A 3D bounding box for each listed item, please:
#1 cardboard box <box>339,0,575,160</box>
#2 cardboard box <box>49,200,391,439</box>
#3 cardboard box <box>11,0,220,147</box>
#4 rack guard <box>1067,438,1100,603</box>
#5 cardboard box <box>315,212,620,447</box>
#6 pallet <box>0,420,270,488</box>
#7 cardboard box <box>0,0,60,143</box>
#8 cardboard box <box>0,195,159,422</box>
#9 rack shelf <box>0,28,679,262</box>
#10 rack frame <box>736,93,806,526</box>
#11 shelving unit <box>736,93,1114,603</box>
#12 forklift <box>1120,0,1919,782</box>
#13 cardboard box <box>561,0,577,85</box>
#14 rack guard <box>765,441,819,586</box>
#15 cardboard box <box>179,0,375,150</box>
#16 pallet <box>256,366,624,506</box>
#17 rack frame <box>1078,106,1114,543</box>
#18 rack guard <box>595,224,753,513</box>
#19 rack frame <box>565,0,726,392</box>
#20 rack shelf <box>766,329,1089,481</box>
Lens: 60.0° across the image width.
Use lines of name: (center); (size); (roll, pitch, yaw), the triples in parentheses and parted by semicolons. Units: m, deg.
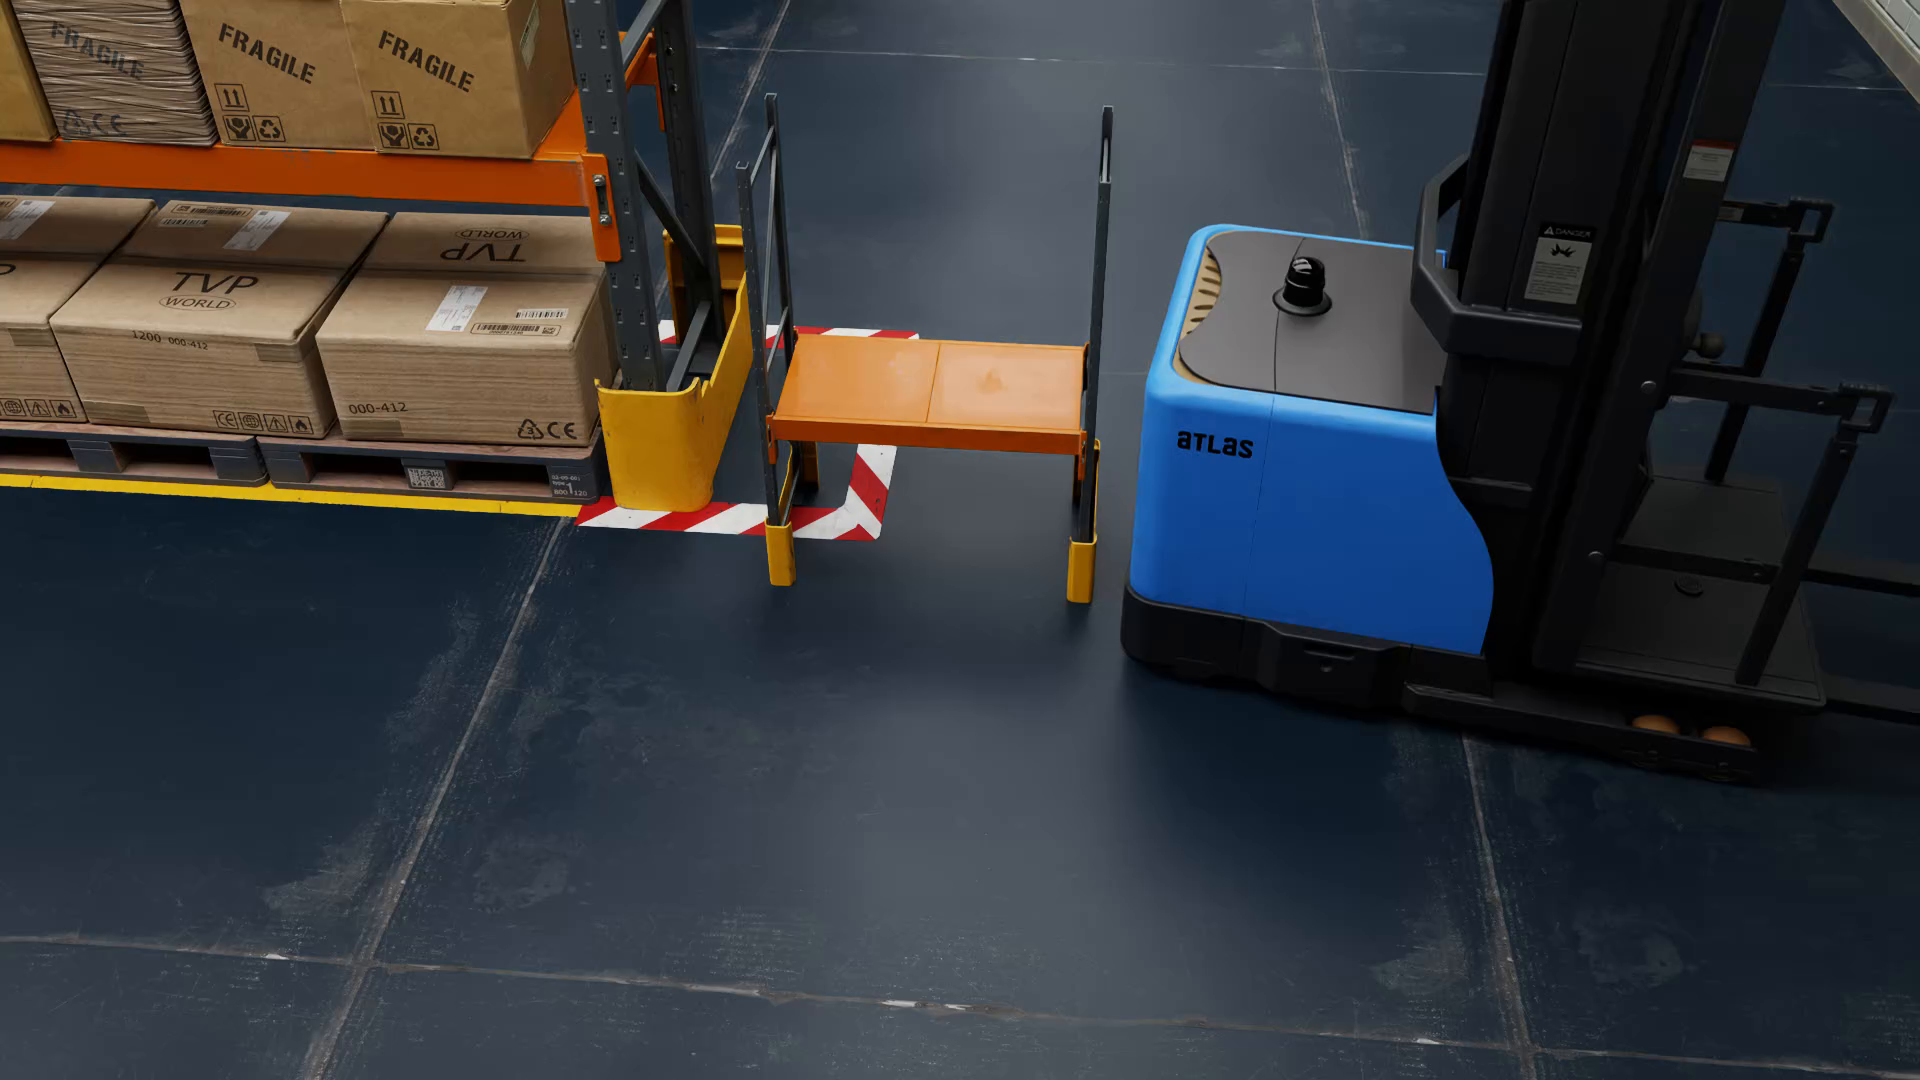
cardboard box: (-1.545, -1.534, 5.179); (0.500, 0.500, 0.500); (3, 39, 4)
cardboard box: (-2.620, -0.822, 6.081); (0.875, 0.438, 0.875); (4, 39, 5)
cardboard box: (-2.557, -1.592, 5.251); (0.500, 0.500, 0.500); (4, 39, 5)
rack guard: (0.420, -0.074, 5.643); (0.087, 0.250, 0.587); (3, 39, 4)
cardboard box: (-1.707, -0.777, 6.026); (0.875, 0.438, 0.875); (2, 39, 2)
pallet: (-3.057, -0.616, 6.340); (1.213, 0.211, 1.003); (3, 39, 4)
cardboard box: (-3.072, -1.612, 5.276); (0.500, 0.500, 0.500); (4, 39, 5)
cardboard box: (-3.518, -0.872, 6.142); (0.875, 0.438, 0.875); (2, 39, 3)
rack shelf: (-3.034, -1.465, 5.744); (4.000, 0.370, 1.077); (3, 39, 4)
rack frame: (-0.591, -0.614, 5.316); (0.032, 1.500, 0.500); (3, 39, 4)
shelving unit: (-0.076, -0.586, 5.282); (1.083, 1.500, 0.587); (3, 39, 4)
forklift: (2.080, -0.801, 4.412); (3.031, 2.935, 1.130); (9, 40, 11)
cardboard box: (-1.495, -1.881, 5.605); (0.500, 0.500, 0.500); (3, 39, 3)
rack guard: (-0.572, -0.128, 5.709); (0.087, 0.250, 0.587); (3, 39, 4)
cardboard box: (-2.043, -1.571, 5.224); (0.500, 0.500, 0.500); (2, 39, 3)
pallet: (-1.845, -0.548, 6.256); (1.213, 0.211, 1.003); (3, 39, 4)
rack frame: (0.422, -0.559, 5.248); (0.032, 1.500, 0.500); (3, 39, 4)
rack guard: (-1.017, -0.664, 6.170); (0.348, 0.500, 1.175); (3, 39, 4)
rack frame: (-1.041, -1.635, 5.383); (0.127, 3.000, 1.000); (3, 39, 4)
rack shelf: (-0.085, -0.447, 5.396); (1.000, 0.185, 0.538); (3, 39, 4)
